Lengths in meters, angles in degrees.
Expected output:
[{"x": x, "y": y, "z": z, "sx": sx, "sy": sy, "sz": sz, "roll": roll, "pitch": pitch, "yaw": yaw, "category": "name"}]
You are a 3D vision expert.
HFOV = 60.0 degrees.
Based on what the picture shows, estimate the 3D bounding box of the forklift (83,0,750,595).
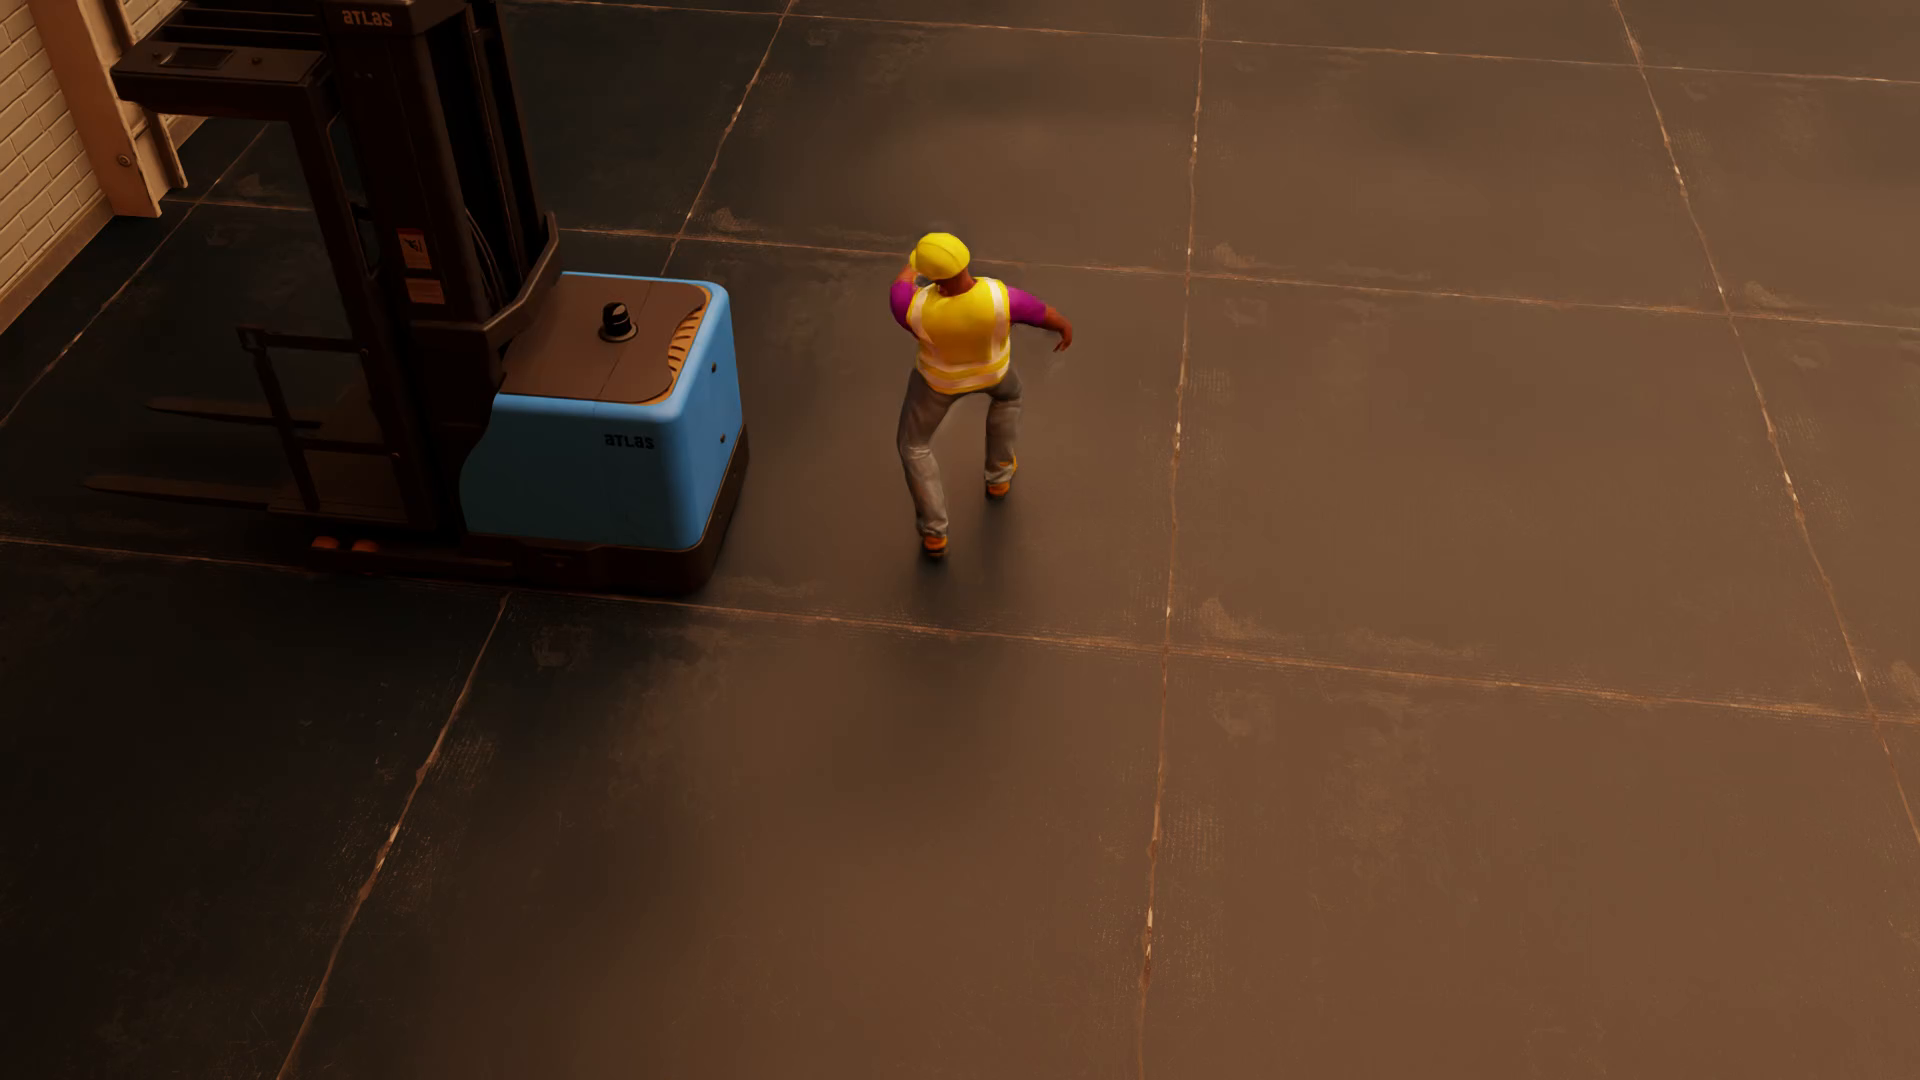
[{"x": -2.596, "y": -1.269, "z": 7.106, "sx": 3.031, "sy": 2.935, "sz": 1.130, "roll": 5, "pitch": 43, "yaw": 5, "category": "forklift"}]

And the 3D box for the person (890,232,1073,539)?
[{"x": 0.099, "y": -0.879, "z": 7.598, "sx": 0.863, "sy": 1.544, "sz": 0.871, "roll": -13, "pitch": 44, "yaw": -14, "category": "person"}]
